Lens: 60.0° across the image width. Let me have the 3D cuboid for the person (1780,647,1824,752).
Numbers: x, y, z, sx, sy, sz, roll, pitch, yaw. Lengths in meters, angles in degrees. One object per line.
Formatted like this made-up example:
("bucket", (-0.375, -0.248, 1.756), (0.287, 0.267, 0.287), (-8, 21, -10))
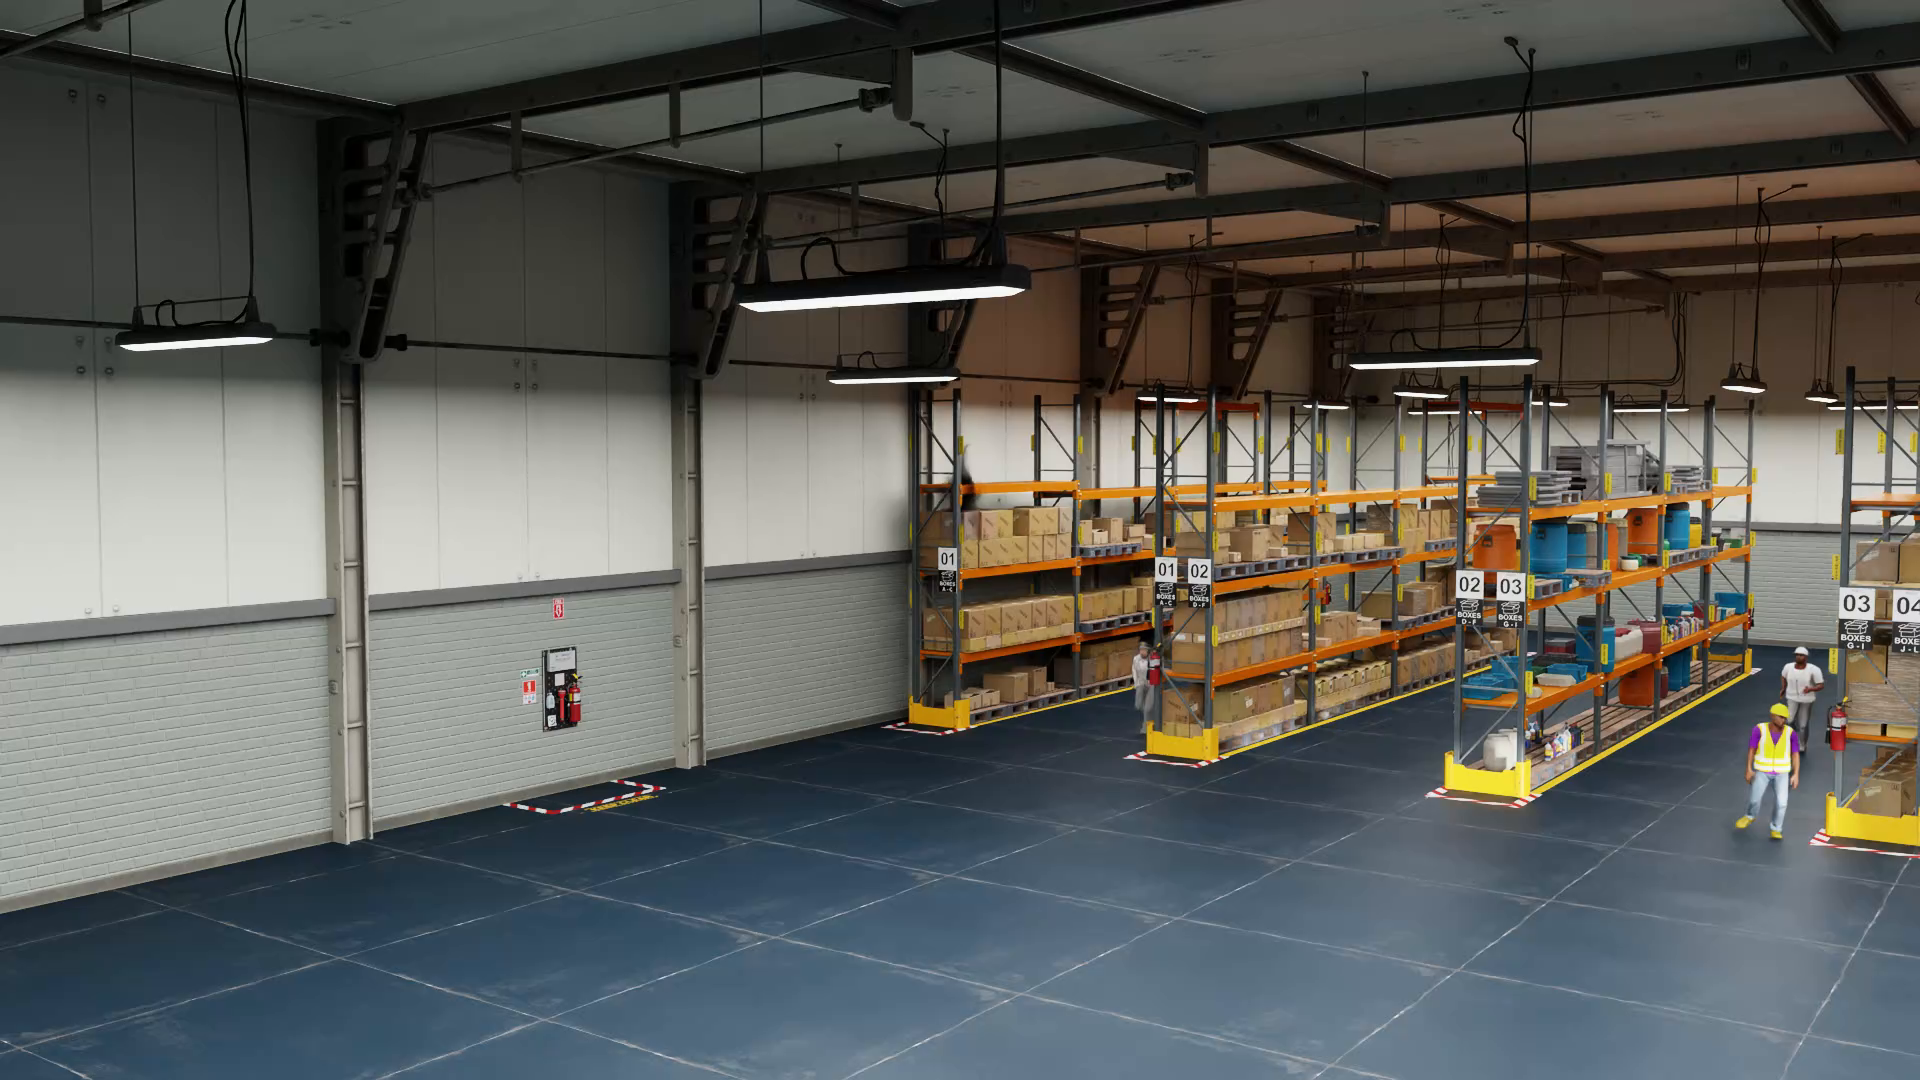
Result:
("person", (13.580, 2.587, 26.887), (0.673, 1.721, 0.653), (2, 4, 37))

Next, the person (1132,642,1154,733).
("person", (3.227, 2.548, 28.845), (0.575, 1.610, 0.637), (1, 3, 20))

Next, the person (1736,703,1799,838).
("person", (10.307, 2.919, 21.206), (0.690, 1.726, 0.601), (1, 3, 18))
